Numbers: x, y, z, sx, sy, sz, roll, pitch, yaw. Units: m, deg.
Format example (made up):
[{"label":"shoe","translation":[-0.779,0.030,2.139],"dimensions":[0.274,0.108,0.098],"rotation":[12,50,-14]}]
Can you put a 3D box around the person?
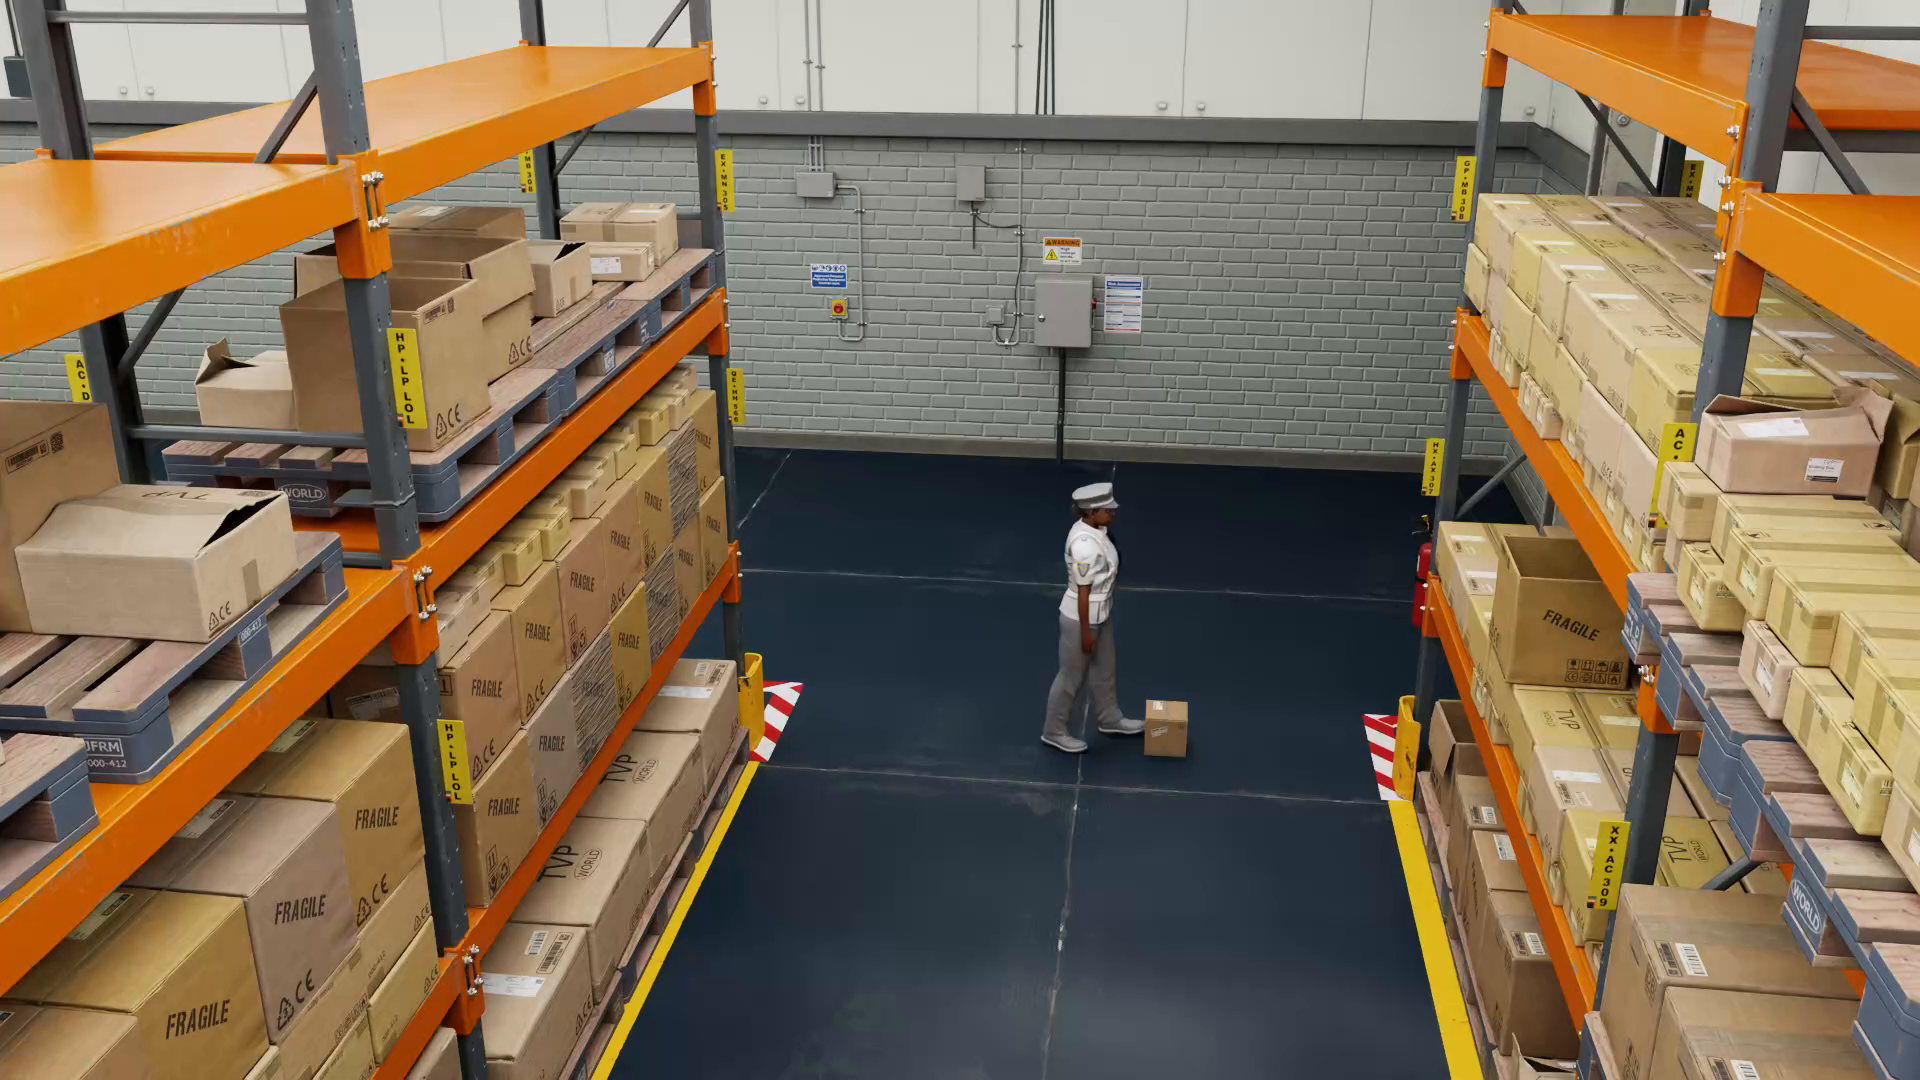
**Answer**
[{"label":"person","translation":[0.814,0.455,9.882],"dimensions":[0.607,1.674,0.469],"rotation":[5,22,13]}]
